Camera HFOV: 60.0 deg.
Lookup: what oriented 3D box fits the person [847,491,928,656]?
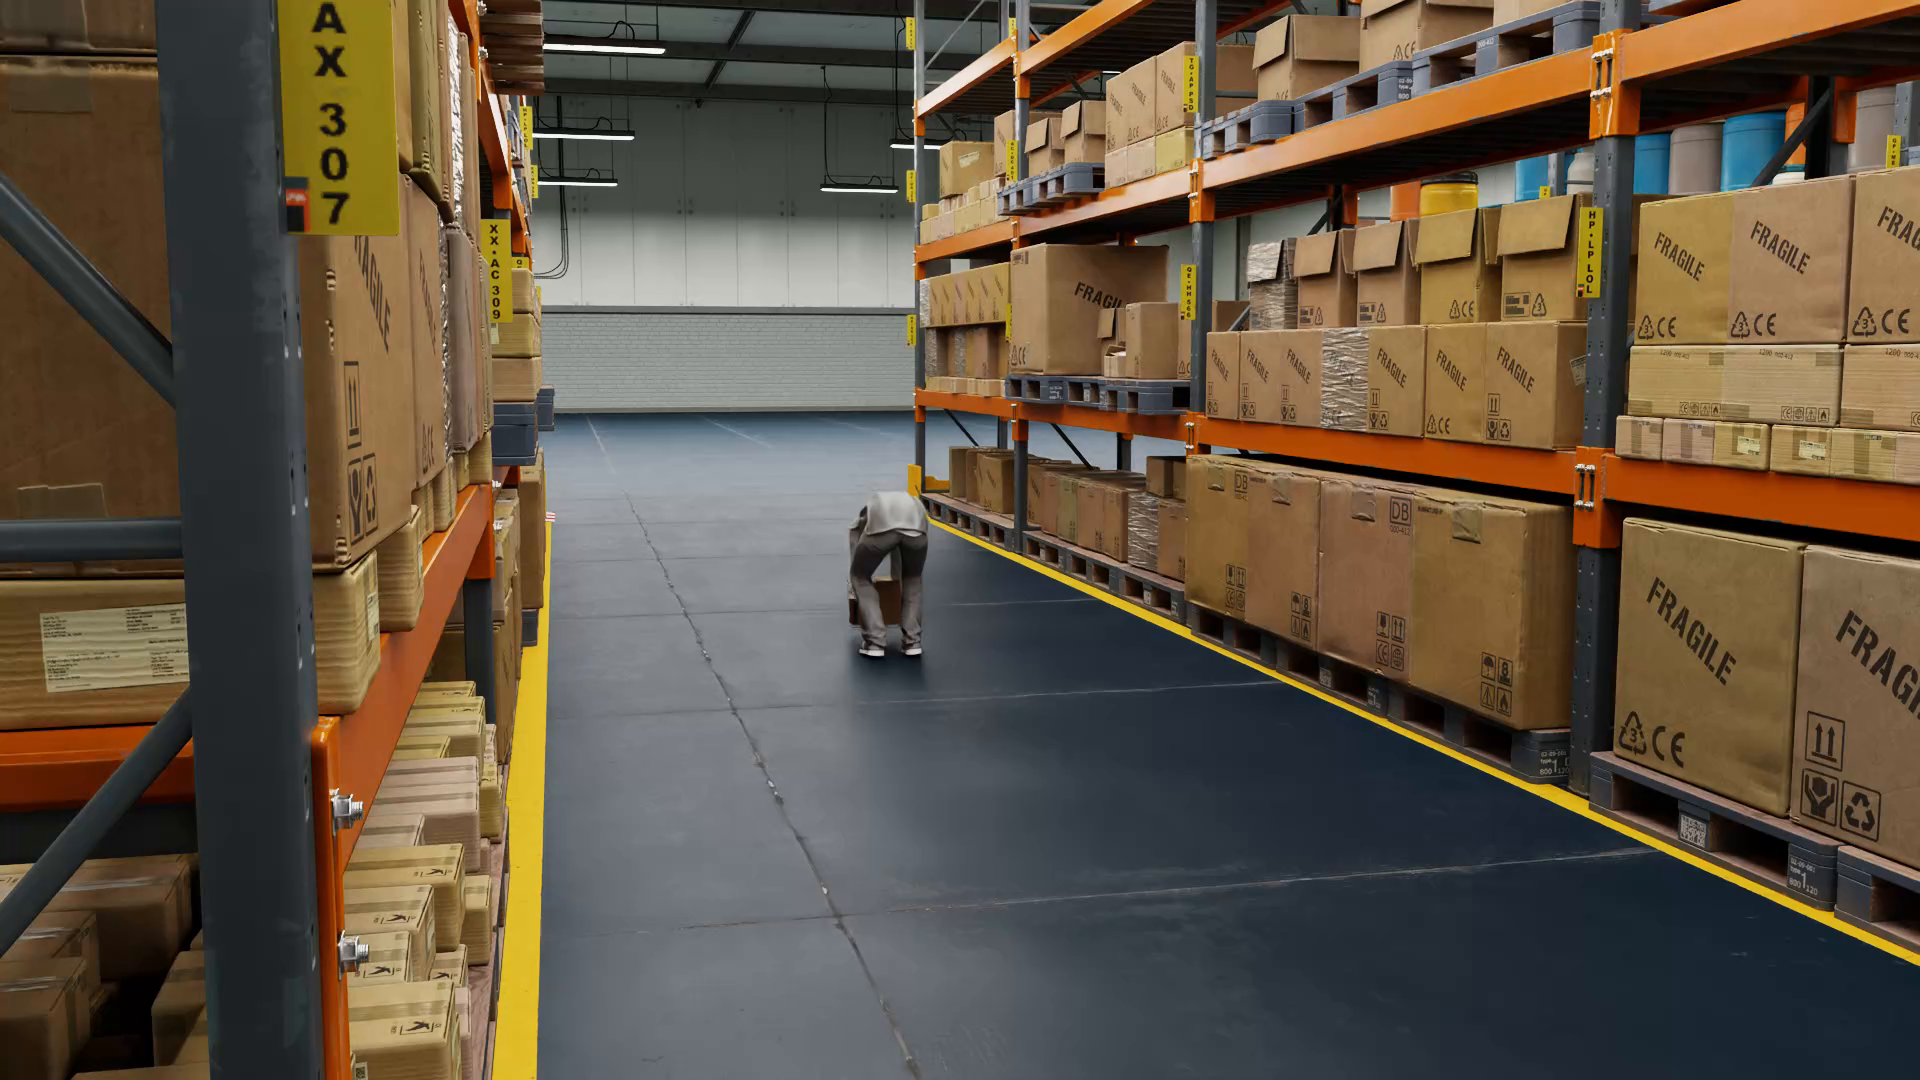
[{"bbox_3d":[-0.431,0.169,9.401,0.366,0.923,0.861,-2,7,-16],"label":"person"}]
